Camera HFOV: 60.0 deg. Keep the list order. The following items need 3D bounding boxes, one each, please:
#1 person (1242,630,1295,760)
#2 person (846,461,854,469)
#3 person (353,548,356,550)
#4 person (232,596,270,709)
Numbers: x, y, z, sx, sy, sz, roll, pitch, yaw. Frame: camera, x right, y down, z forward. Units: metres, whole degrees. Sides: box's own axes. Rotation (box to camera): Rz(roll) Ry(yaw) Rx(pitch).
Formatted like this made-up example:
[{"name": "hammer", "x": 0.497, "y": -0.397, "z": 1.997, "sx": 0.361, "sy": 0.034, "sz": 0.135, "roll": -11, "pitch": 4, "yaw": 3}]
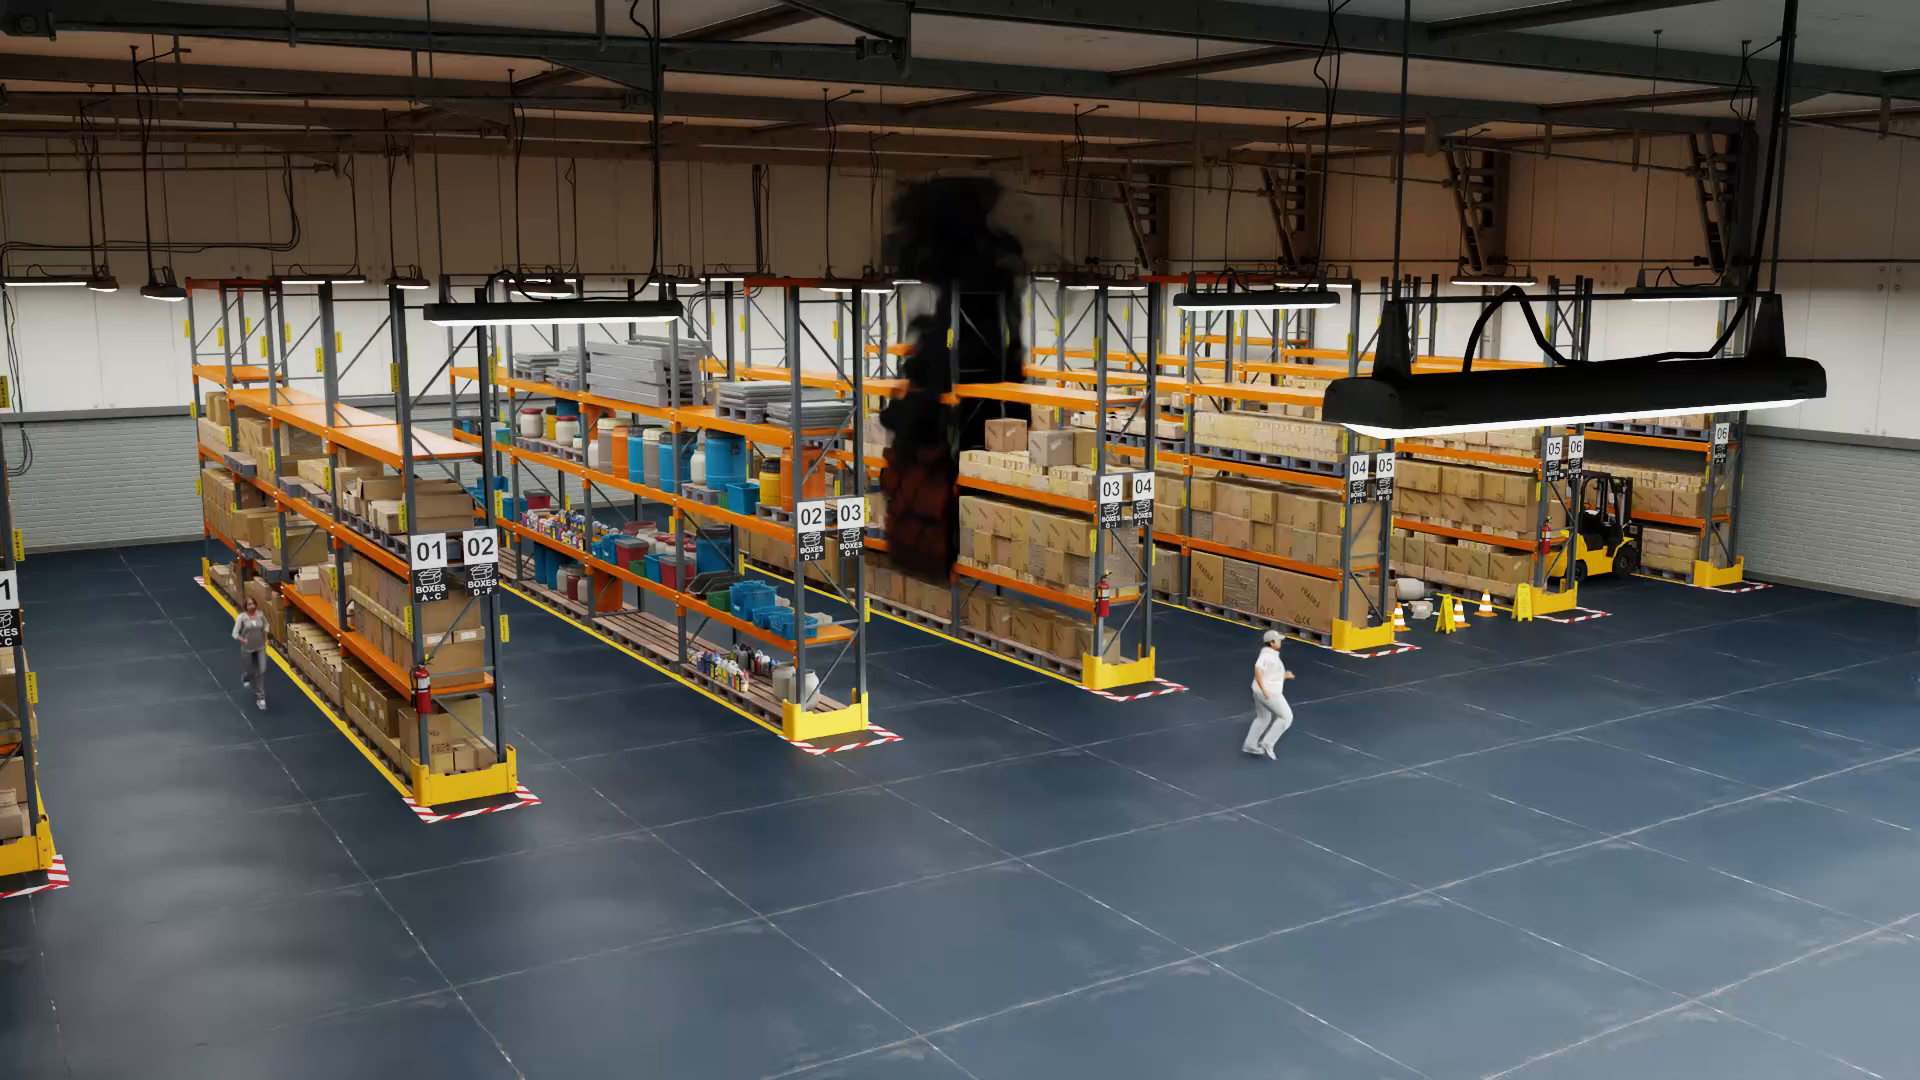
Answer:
[{"name": "person", "x": 3.986, "y": 1.981, "z": 21.350, "sx": 0.662, "sy": 1.675, "sz": 0.600, "roll": 0, "pitch": 10, "yaw": -3}, {"name": "person", "x": -2.844, "y": -1.486, "z": 41.724, "sx": 0.722, "sy": 1.769, "sz": 0.800, "roll": -8, "pitch": 12, "yaw": -40}, {"name": "person", "x": -11.372, "y": 0.208, "z": 31.913, "sx": 0.552, "sy": 1.620, "sz": 0.592, "roll": -8, "pitch": 12, "yaw": -39}, {"name": "person", "x": -10.155, "y": 1.584, "z": 23.887, "sx": 0.538, "sy": 1.596, "sz": 0.812, "roll": -7, "pitch": 12, "yaw": -37}]
